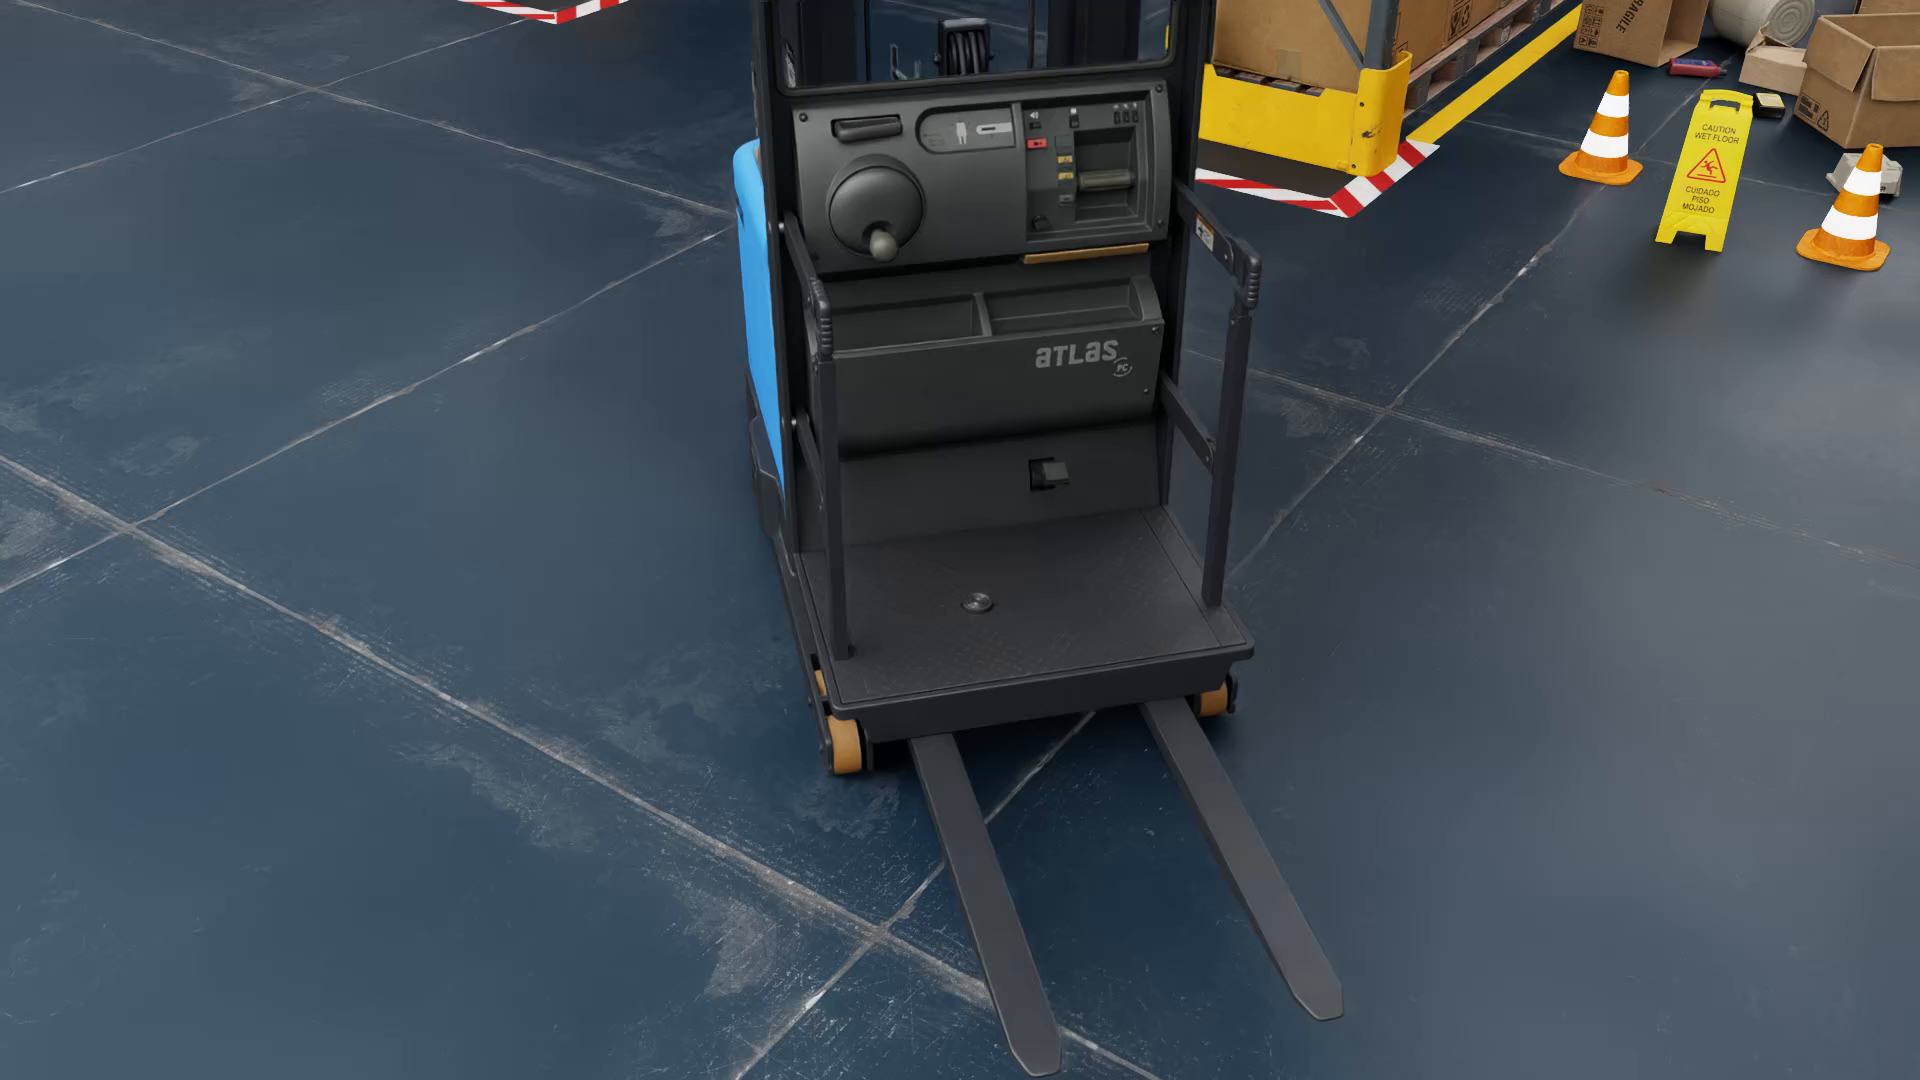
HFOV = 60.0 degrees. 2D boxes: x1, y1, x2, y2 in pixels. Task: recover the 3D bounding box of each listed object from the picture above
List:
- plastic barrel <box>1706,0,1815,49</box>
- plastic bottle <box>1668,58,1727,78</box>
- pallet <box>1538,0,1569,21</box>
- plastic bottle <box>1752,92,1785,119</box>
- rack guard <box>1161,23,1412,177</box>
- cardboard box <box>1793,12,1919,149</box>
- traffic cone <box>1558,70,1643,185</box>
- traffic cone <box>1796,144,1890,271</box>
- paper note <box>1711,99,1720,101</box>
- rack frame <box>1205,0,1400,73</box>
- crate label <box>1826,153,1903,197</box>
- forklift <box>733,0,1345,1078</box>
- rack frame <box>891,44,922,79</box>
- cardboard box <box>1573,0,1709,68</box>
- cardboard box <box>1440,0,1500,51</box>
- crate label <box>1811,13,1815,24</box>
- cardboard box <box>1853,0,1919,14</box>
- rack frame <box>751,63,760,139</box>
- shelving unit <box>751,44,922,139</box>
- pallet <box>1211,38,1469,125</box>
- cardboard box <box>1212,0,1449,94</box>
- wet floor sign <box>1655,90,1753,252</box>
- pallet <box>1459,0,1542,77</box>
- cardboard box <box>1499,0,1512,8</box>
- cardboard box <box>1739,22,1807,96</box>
[{"bbox_3d":[4.441,-2.960,9.248,0.421,0.421,0.512,-9,35,-13],"label":"plastic barrel"},{"bbox_3d":[3.970,-2.538,8.949,0.283,0.061,0.133,8,35,12],"label":"plastic bottle"},{"bbox_3d":[3.329,-3.559,10.324,1.003,0.211,1.213,21,39,28],"label":"pallet"},{"bbox_3d":[4.122,-2.230,8.493,0.133,0.061,0.283,8,35,12],"label":"plastic bottle"},{"bbox_3d":[1.533,-2.151,7.985,1.175,0.500,0.348,21,39,28],"label":"rack guard"},{"bbox_3d":[4.592,-2.246,8.122,0.797,0.503,0.637,-3,34,-4],"label":"cardboard box"},{"bbox_3d":[3.016,-1.938,7.703,0.336,0.463,0.334,21,39,28],"label":"traffic cone"},{"bbox_3d":[3.750,-1.421,6.937,0.336,0.463,0.334,21,39,28],"label":"traffic cone"},{"bbox_3d":[3.927,-2.289,8.626,0.123,0.001,0.032,-15,37,-21],"label":"paper note"},{"bbox_3d":[1.547,-3.198,7.301,1.000,3.000,0.127,21,39,28],"label":"rack frame"},{"bbox_3d":[4.148,-1.667,7.593,0.250,0.136,0.298,3,34,4],"label":"crate label"},{"bbox_3d":[0.116,-0.837,3.871,1.130,2.935,3.031,-8,35,-11],"label":"forklift"},{"bbox_3d":[-0.171,-1.093,5.790,0.015,1.200,0.240,-14,35,-19],"label":"rack frame"},{"bbox_3d":[3.785,-2.962,9.182,0.500,0.500,0.500,29,44,36],"label":"cardboard box"},{"bbox_3d":[2.379,-3.231,8.871,0.875,0.875,0.875,21,39,27],"label":"cardboard box"},{"bbox_3d":[4.762,-3.033,9.613,0.298,0.136,0.250,-3,34,-4],"label":"crate label"},{"bbox_3d":[5.119,-2.735,8.725,0.797,0.637,0.503,21,39,28],"label":"cardboard box"},{"bbox_3d":[-0.619,-0.985,5.630,0.015,1.200,0.240,-14,35,-19],"label":"rack frame"},{"bbox_3d":[-0.395,-1.039,5.710,0.503,1.200,0.258,-14,35,-19],"label":"shelving unit"},{"bbox_3d":[1.938,-2.436,8.663,1.003,0.211,1.213,21,39,28],"label":"pallet"},{"bbox_3d":[1.879,-2.825,8.271,0.875,0.875,0.875,21,40,28],"label":"cardboard box"},{"bbox_3d":[3.157,-1.577,7.006,0.267,0.644,0.232,14,37,20],"label":"wet floor sign"},{"bbox_3d":[2.634,-2.995,9.490,1.003,0.211,1.213,21,39,28],"label":"pallet"},{"bbox_3d":[2.900,-3.649,9.491,0.875,0.875,0.875,22,40,29],"label":"cardboard box"},{"bbox_3d":[4.360,-2.527,8.750,0.396,0.266,0.258,29,44,36],"label":"cardboard box"}]
